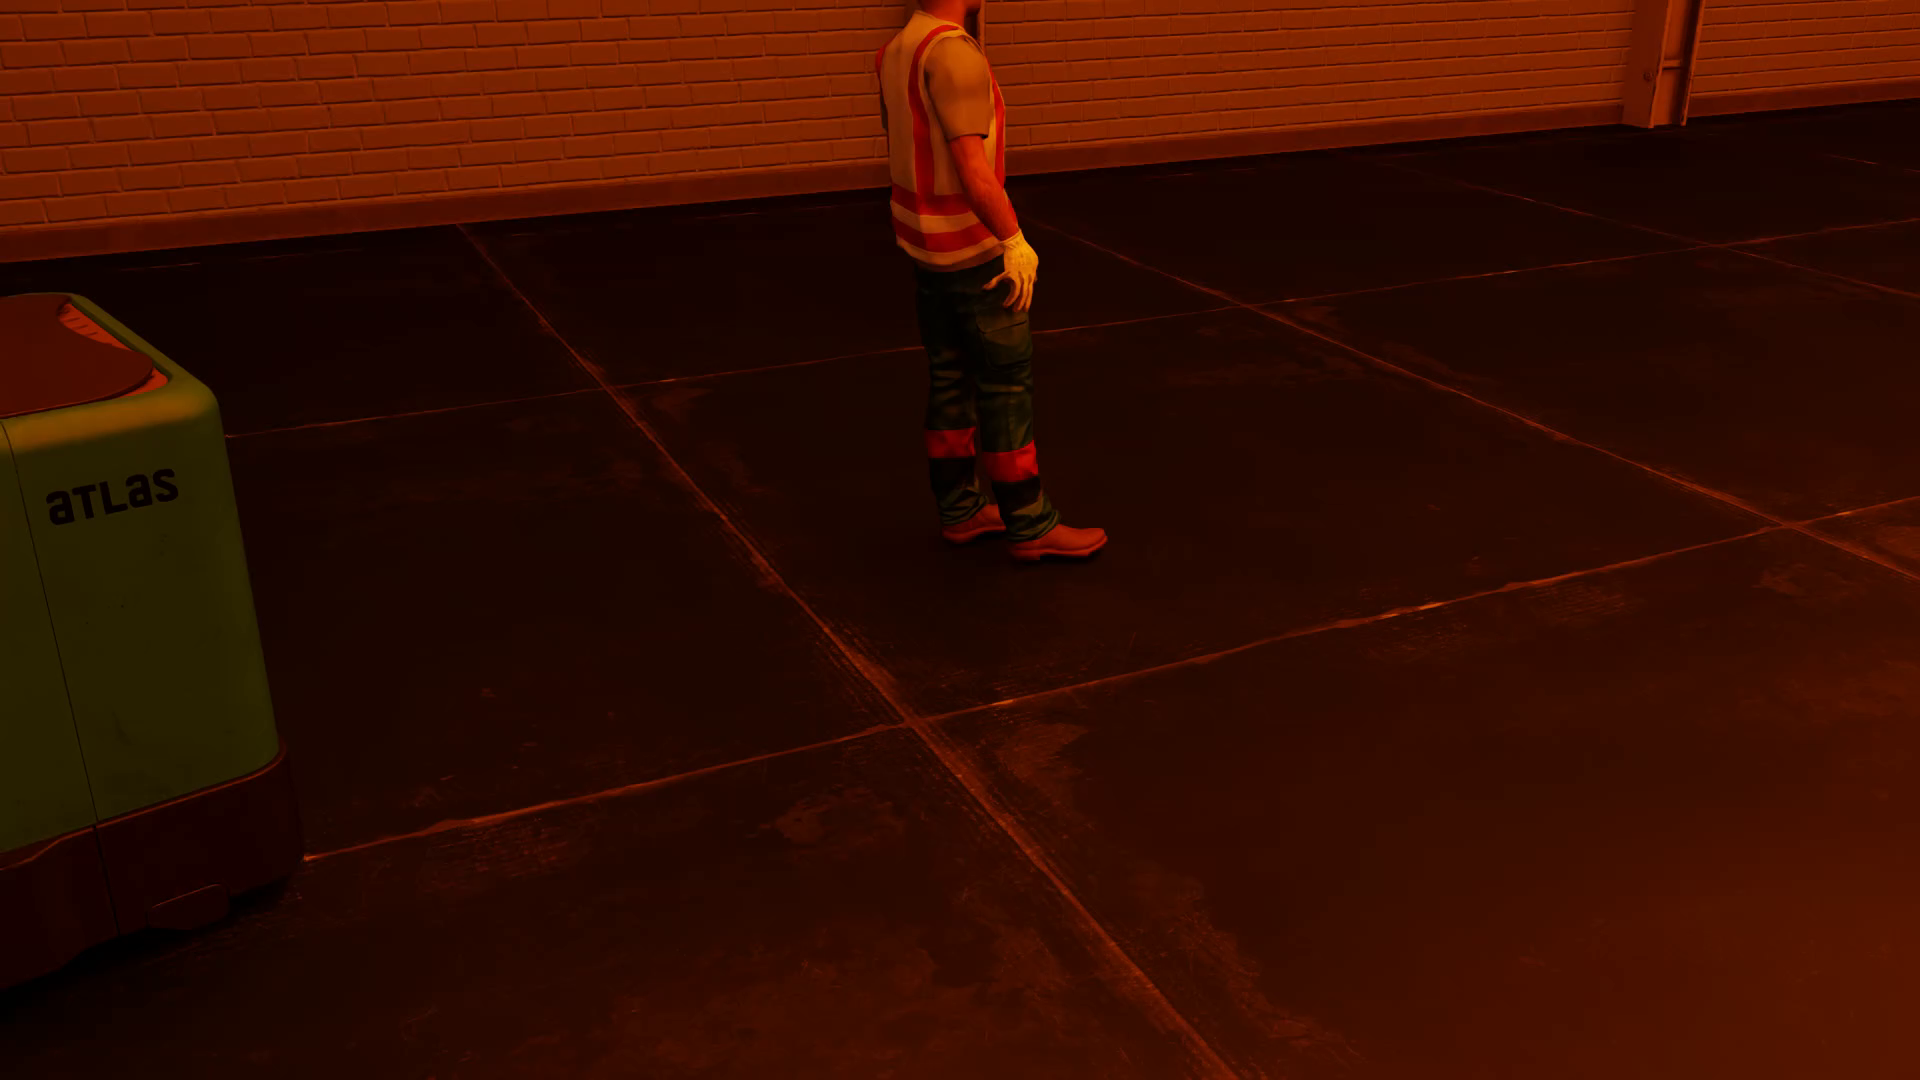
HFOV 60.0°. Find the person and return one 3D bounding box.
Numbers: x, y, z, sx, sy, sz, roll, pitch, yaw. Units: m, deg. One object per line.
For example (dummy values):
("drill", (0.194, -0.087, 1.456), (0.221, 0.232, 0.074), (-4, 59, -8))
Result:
("person", (0.078, -0.842, 4.782), (0.562, 1.790, 0.637), (-10, 25, -23))

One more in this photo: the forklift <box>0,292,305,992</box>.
("forklift", (-2.788, -0.419, 2.295), (3.031, 2.935, 1.130), (-18, 28, -36))
